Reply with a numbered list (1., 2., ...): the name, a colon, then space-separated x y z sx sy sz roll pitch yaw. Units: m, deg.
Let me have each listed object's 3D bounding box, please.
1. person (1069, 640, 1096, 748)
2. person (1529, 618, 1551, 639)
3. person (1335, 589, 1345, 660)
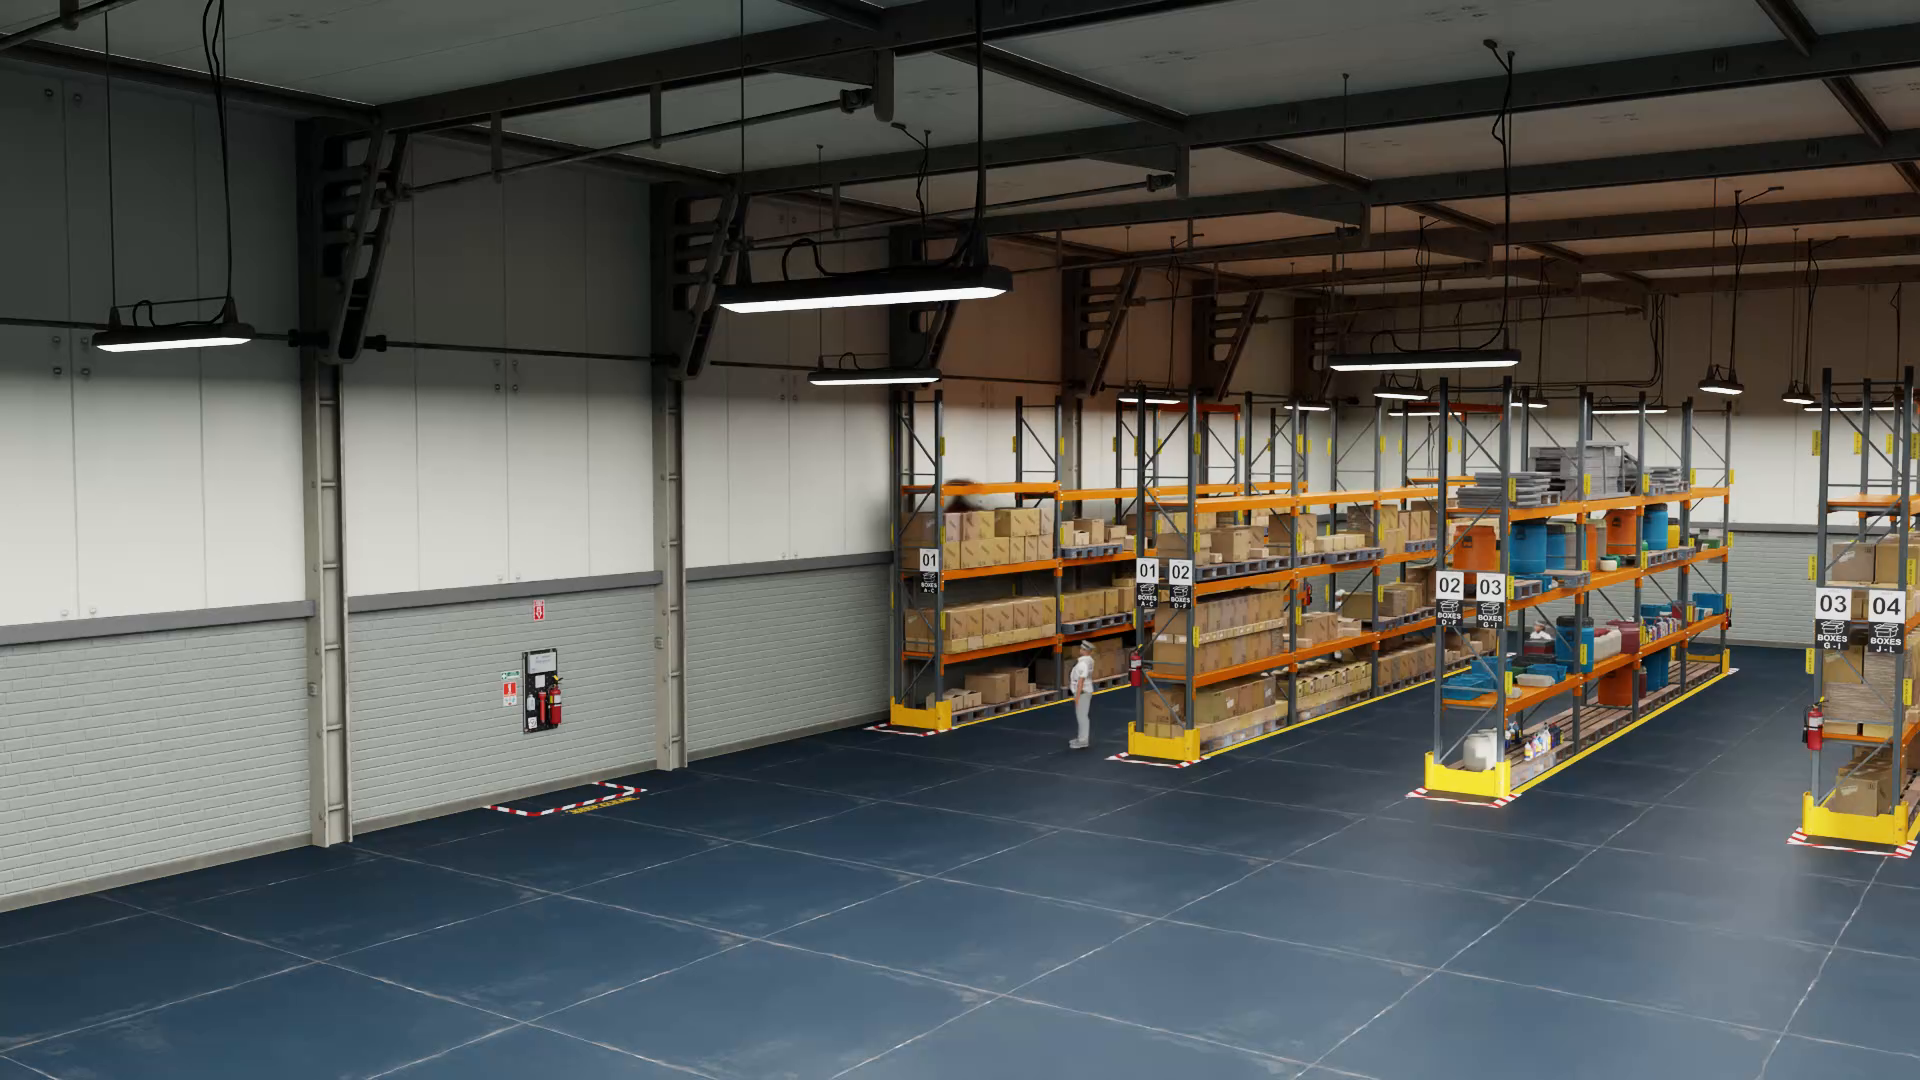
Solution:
1. person: 2.037 2.544 27.729 0.441 1.782 0.600 0 3 4
2. person: 11.293 2.371 32.438 0.496 1.696 0.908 2 4 37
3. person: 8.551 2.005 37.428 0.392 1.811 0.640 3 4 41
